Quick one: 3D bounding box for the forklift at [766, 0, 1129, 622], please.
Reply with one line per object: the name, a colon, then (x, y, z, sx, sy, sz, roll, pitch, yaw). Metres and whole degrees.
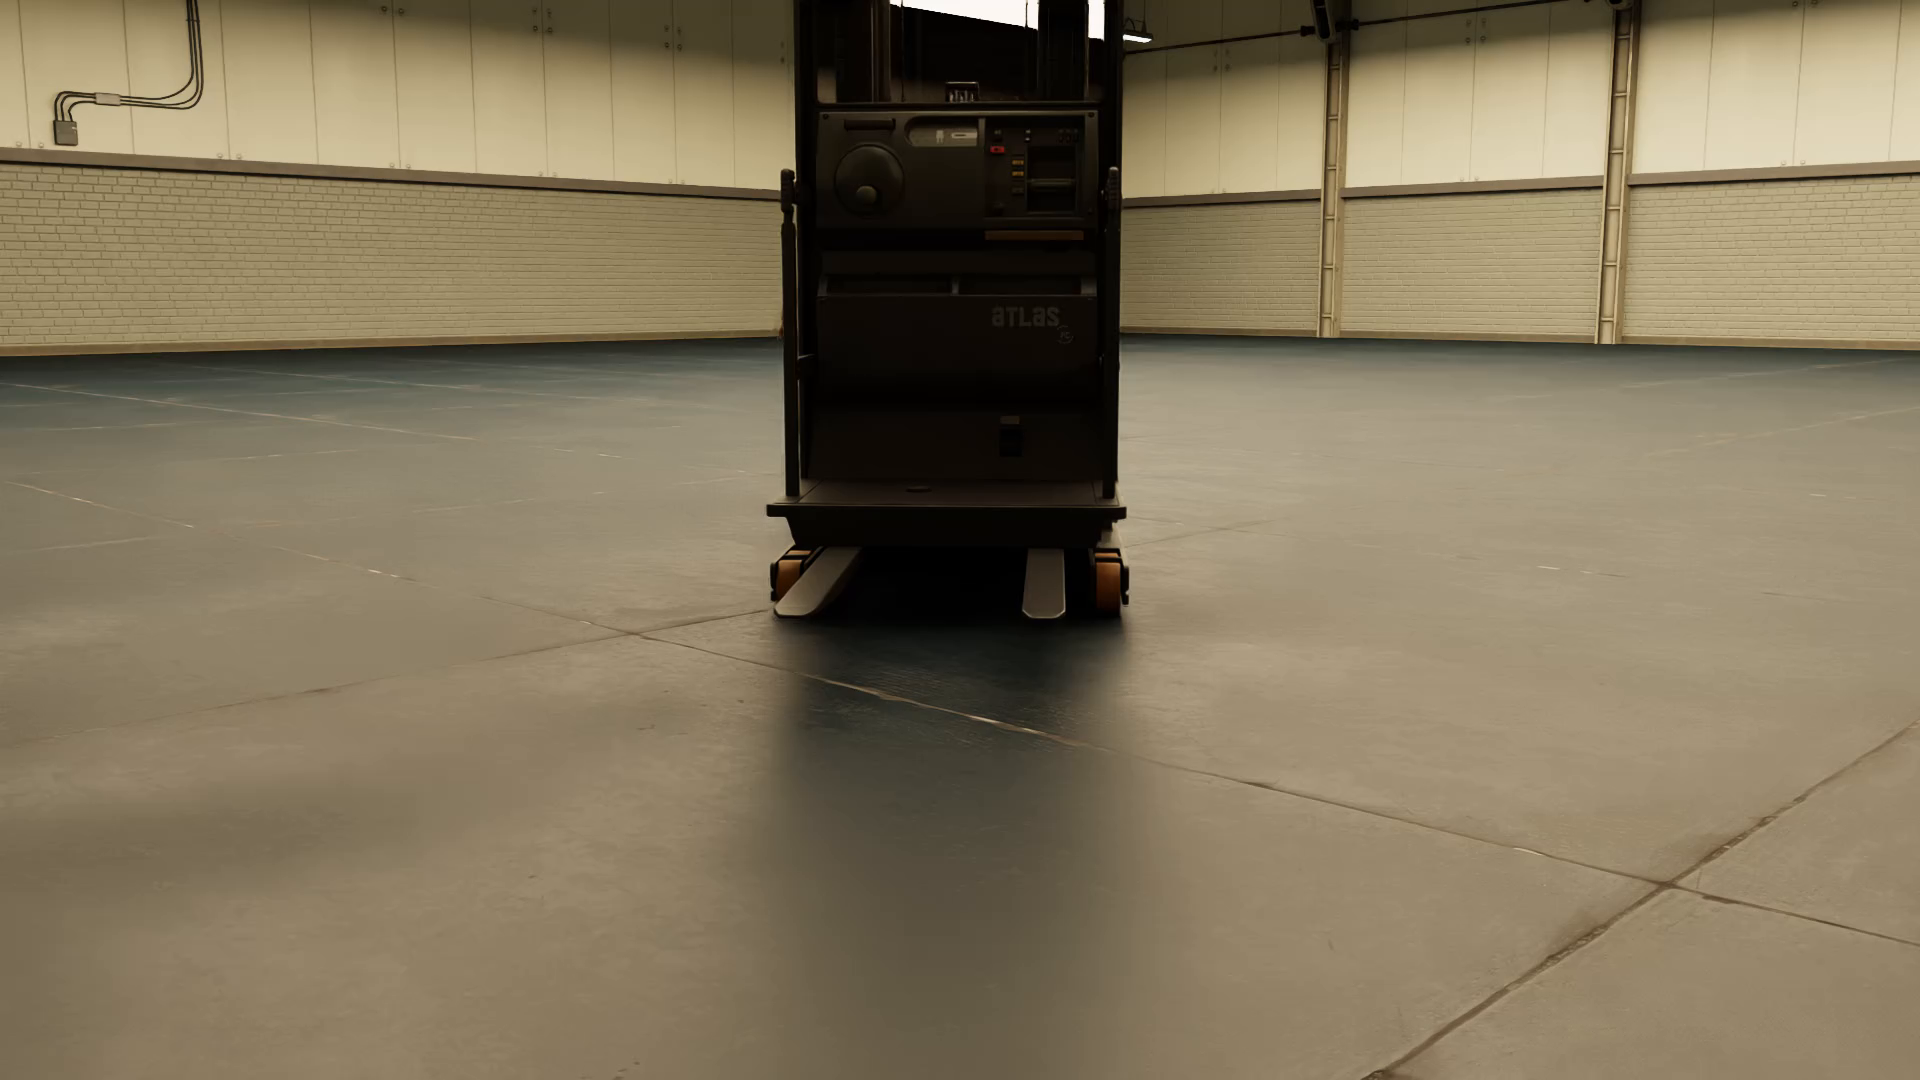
forklift: (-0.018, -1.268, 5.297, 1.130, 2.935, 3.031, 0, 9, 3)

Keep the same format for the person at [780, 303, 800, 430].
person: (-0.428, -0.968, 8.326, 0.480, 1.555, 1.079, 8, 11, 42)
